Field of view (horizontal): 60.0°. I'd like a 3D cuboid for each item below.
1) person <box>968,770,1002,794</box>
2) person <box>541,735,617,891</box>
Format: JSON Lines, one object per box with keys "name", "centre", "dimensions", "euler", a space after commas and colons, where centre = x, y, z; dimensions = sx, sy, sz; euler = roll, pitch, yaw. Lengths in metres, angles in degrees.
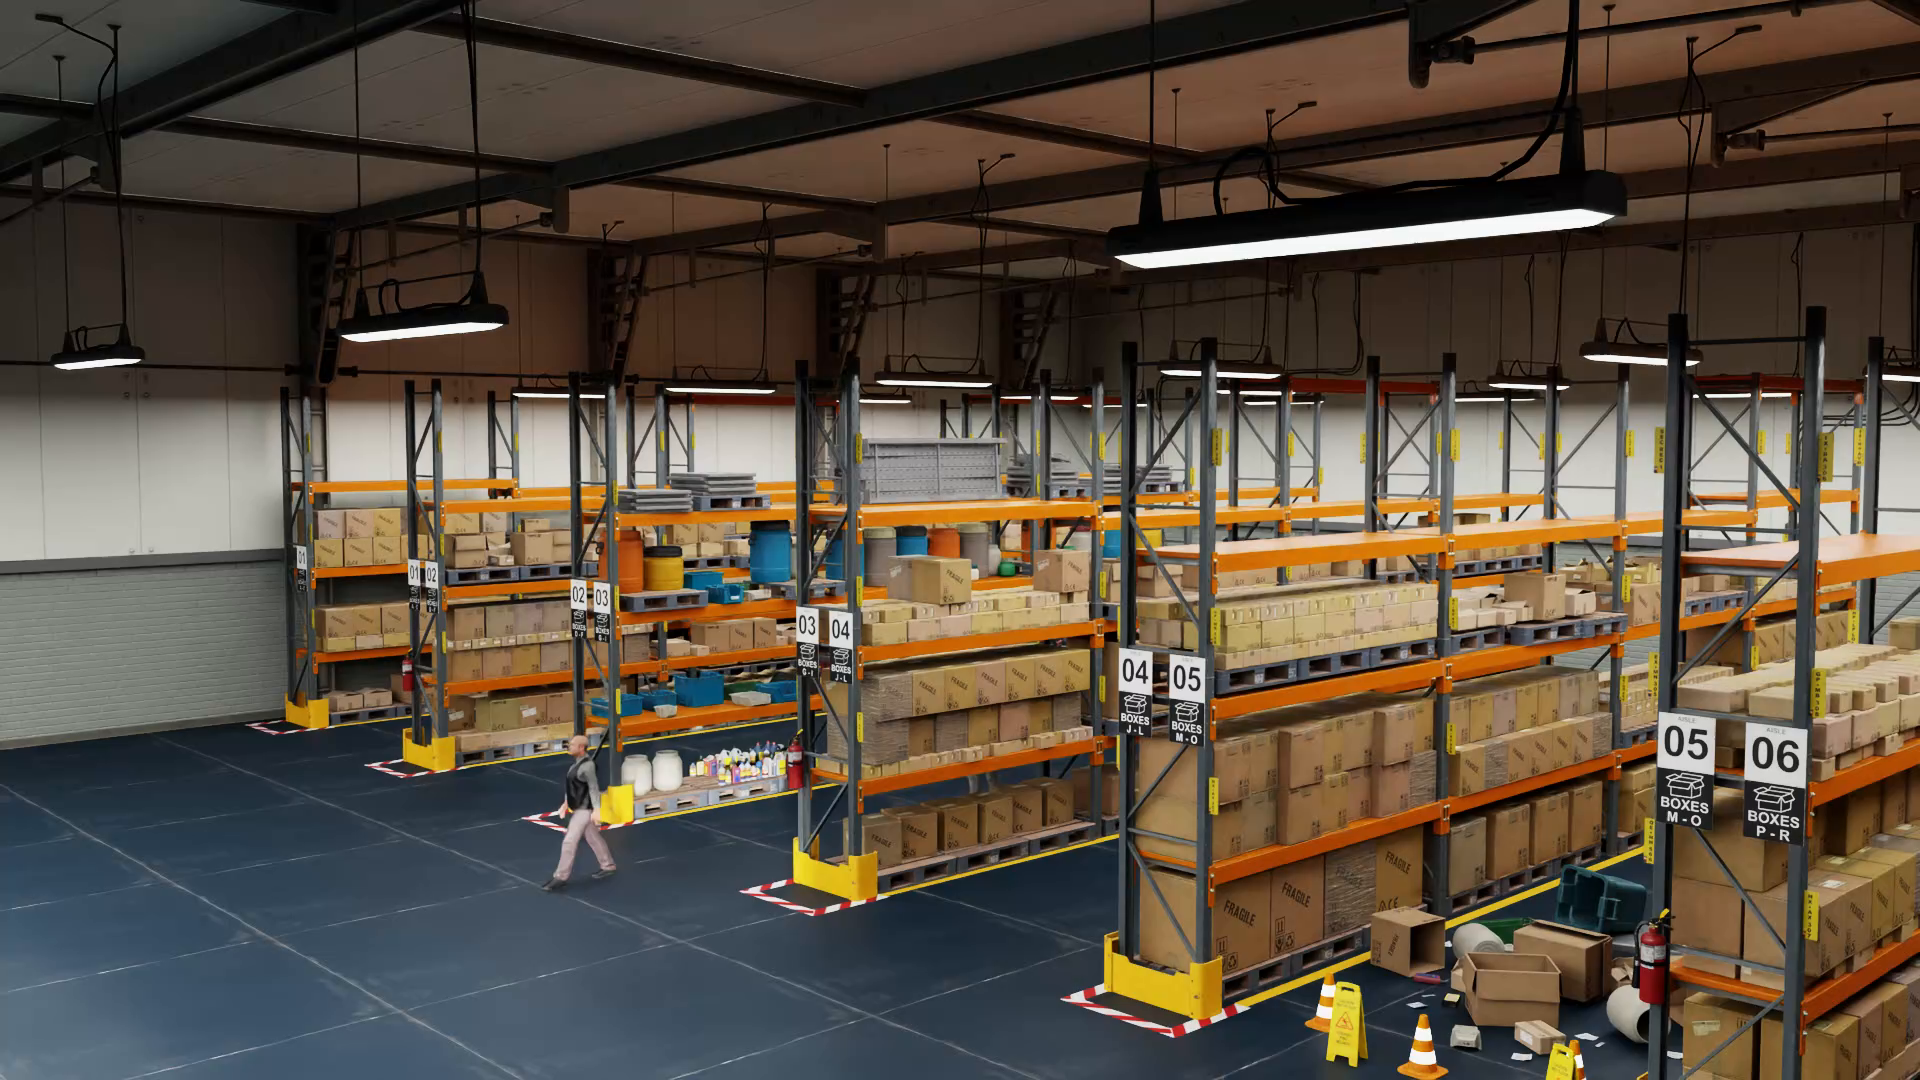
{"name": "person", "centre": [0.321, 2.844, 22.616], "dimensions": [0.632, 1.799, 0.591], "euler": [-2, 4, -27]}
{"name": "person", "centre": [-4.384, 3.082, 19.056], "dimensions": [0.903, 1.689, 0.566], "euler": [-1, 4, -22]}
